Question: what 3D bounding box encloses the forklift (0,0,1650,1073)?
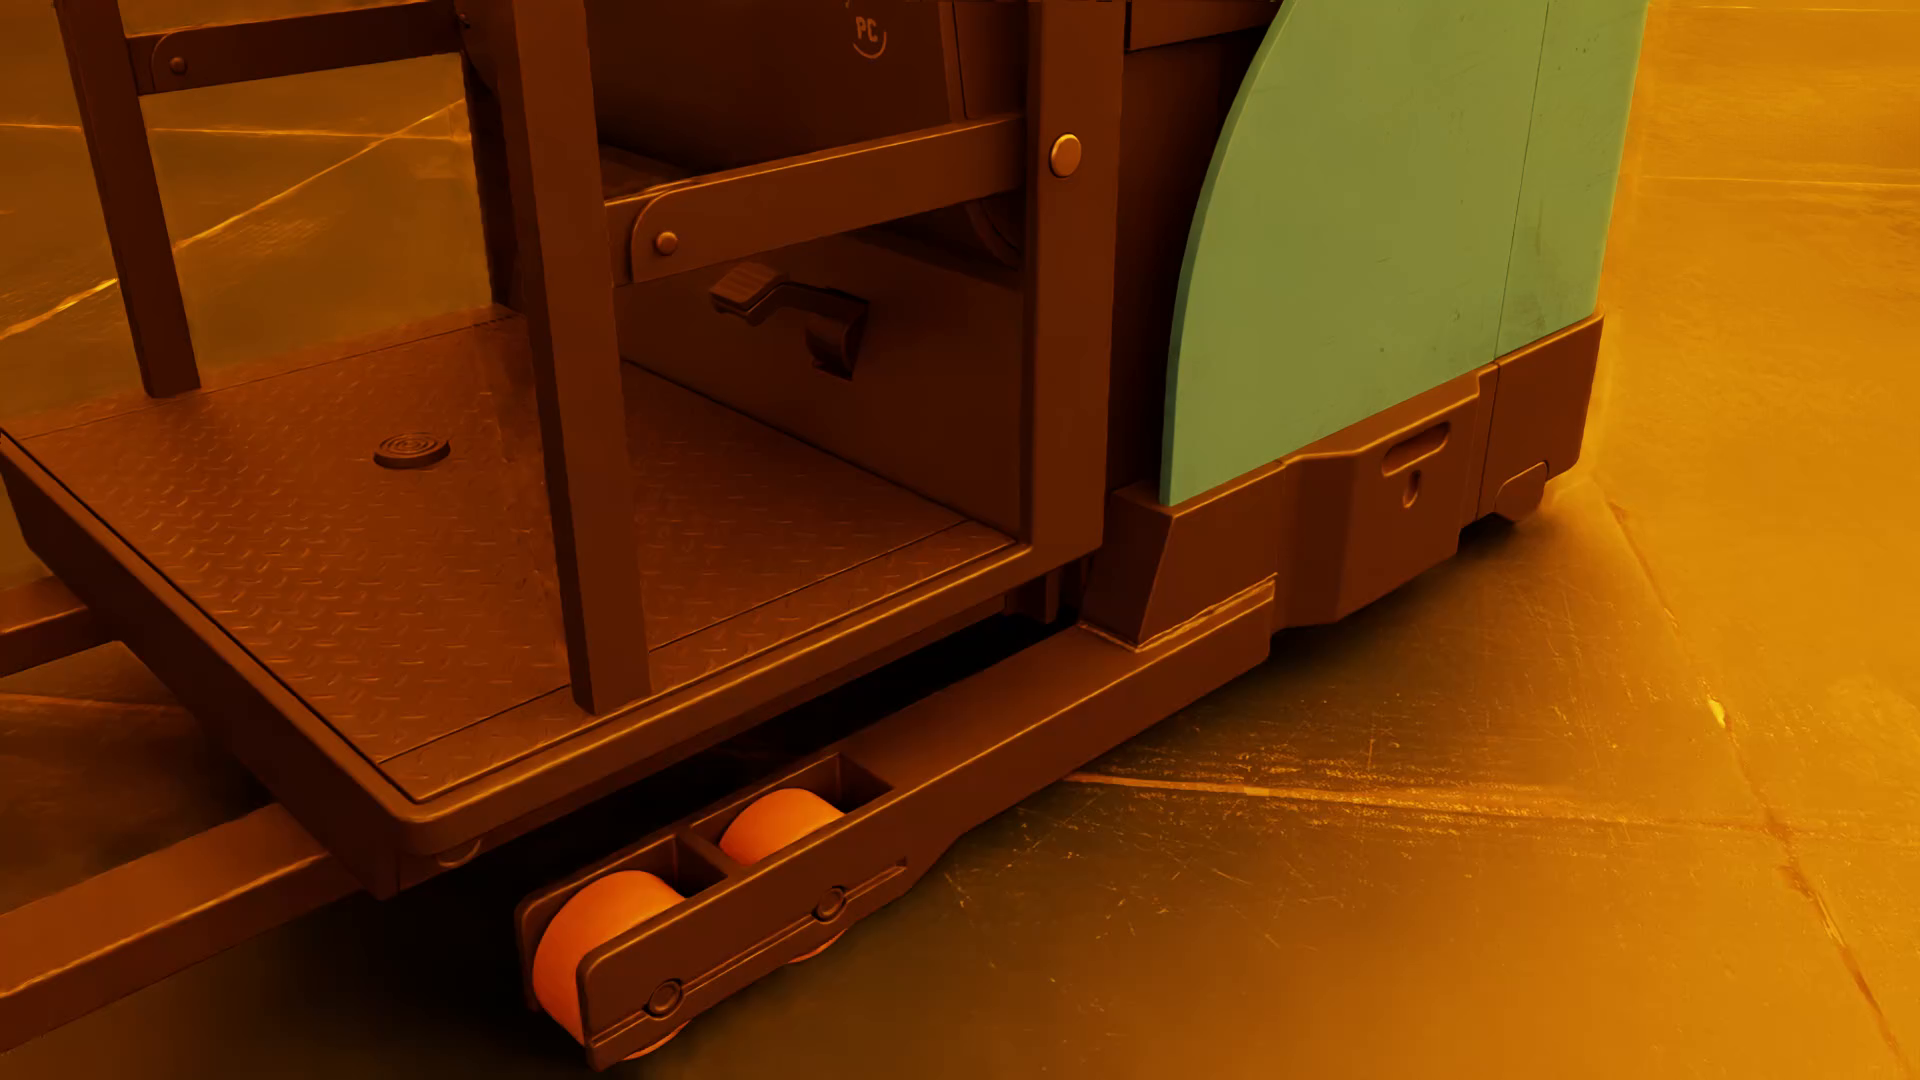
[{"bbox_3d":[-0.445,-1.095,1.412,3.031,2.935,1.130,-23,34,-38],"label":"forklift"}]
